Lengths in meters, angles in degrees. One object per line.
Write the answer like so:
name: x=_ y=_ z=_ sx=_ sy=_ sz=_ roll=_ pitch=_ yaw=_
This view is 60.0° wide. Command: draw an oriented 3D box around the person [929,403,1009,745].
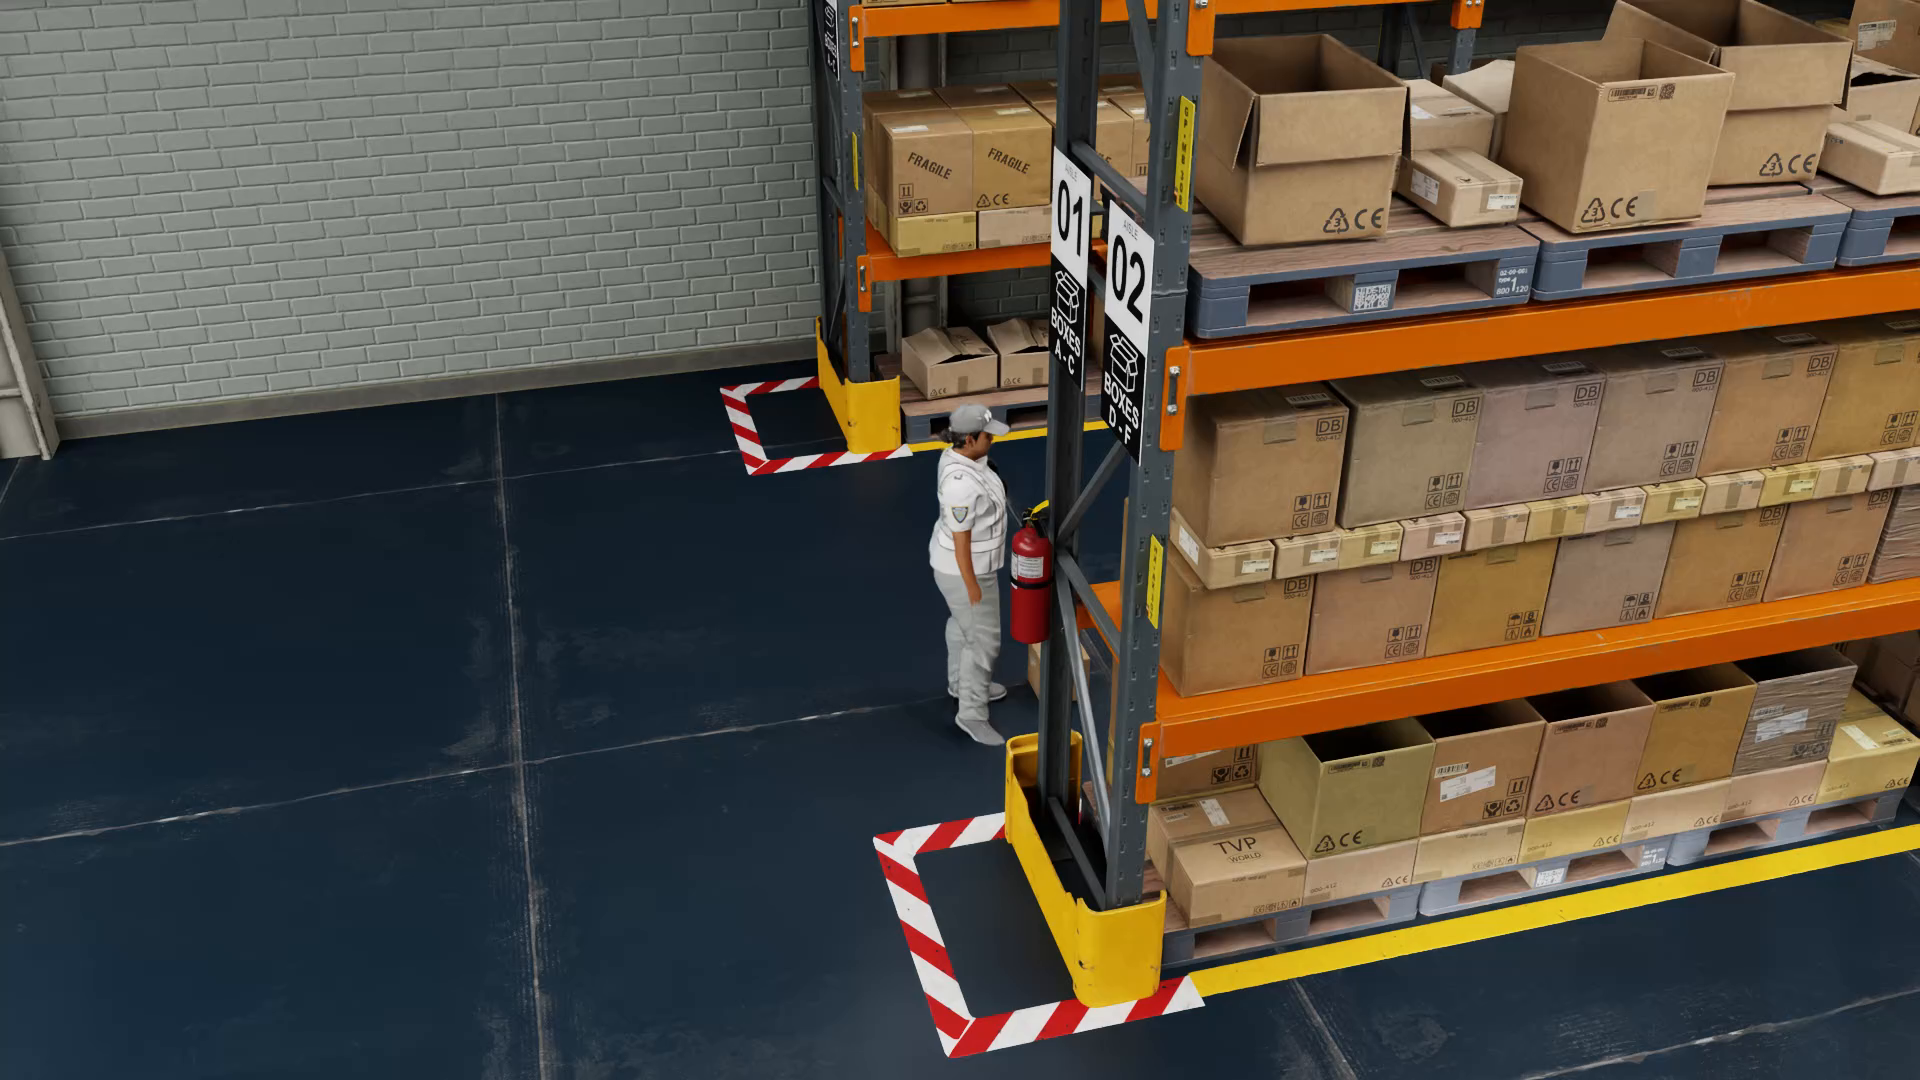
person: x=0.043 y=0.158 z=7.995 sx=0.391 sy=1.715 sz=0.602 roll=0 pitch=30 yaw=1
